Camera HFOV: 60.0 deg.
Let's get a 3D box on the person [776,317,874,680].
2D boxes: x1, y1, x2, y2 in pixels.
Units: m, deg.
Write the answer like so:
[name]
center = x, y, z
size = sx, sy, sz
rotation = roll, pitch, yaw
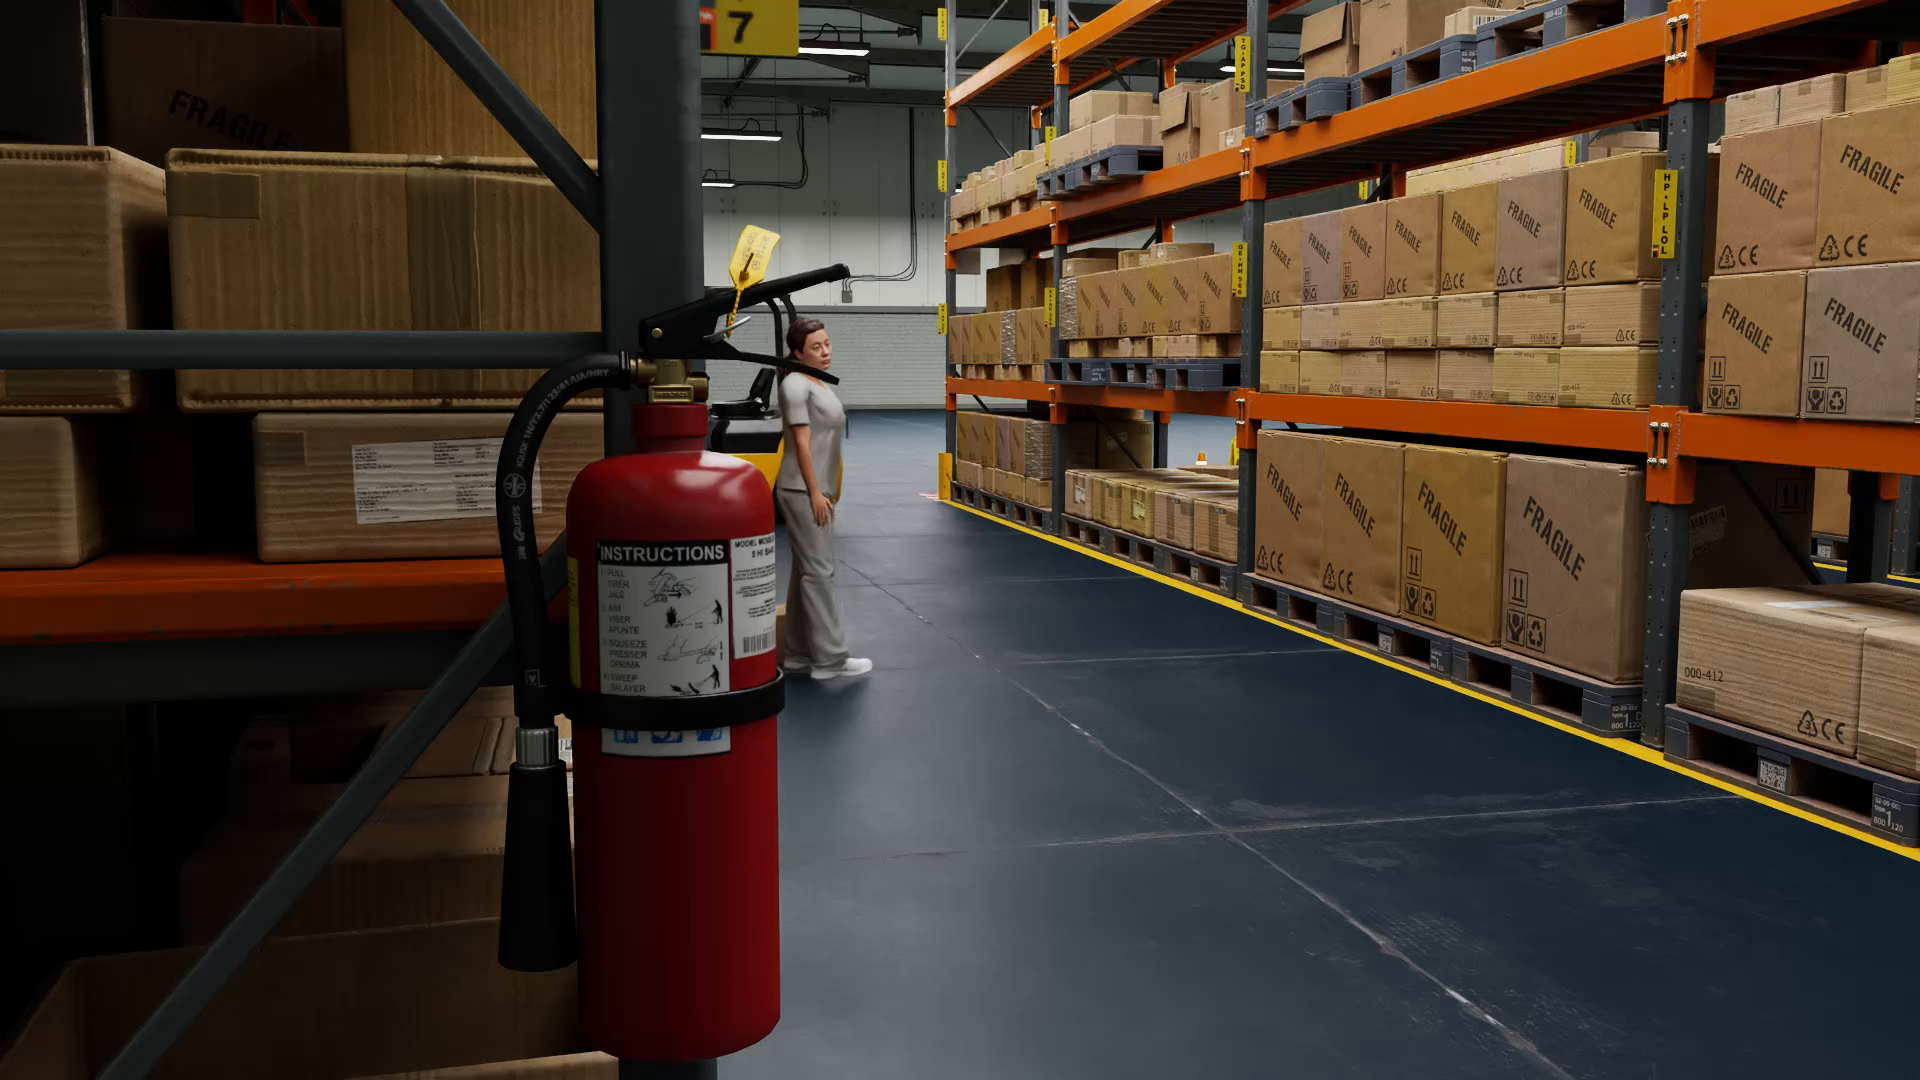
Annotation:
[person]
center = -0.634, -0.196, 7.754
size = 0.479, 1.675, 0.461
rotation = 1, 6, 13
